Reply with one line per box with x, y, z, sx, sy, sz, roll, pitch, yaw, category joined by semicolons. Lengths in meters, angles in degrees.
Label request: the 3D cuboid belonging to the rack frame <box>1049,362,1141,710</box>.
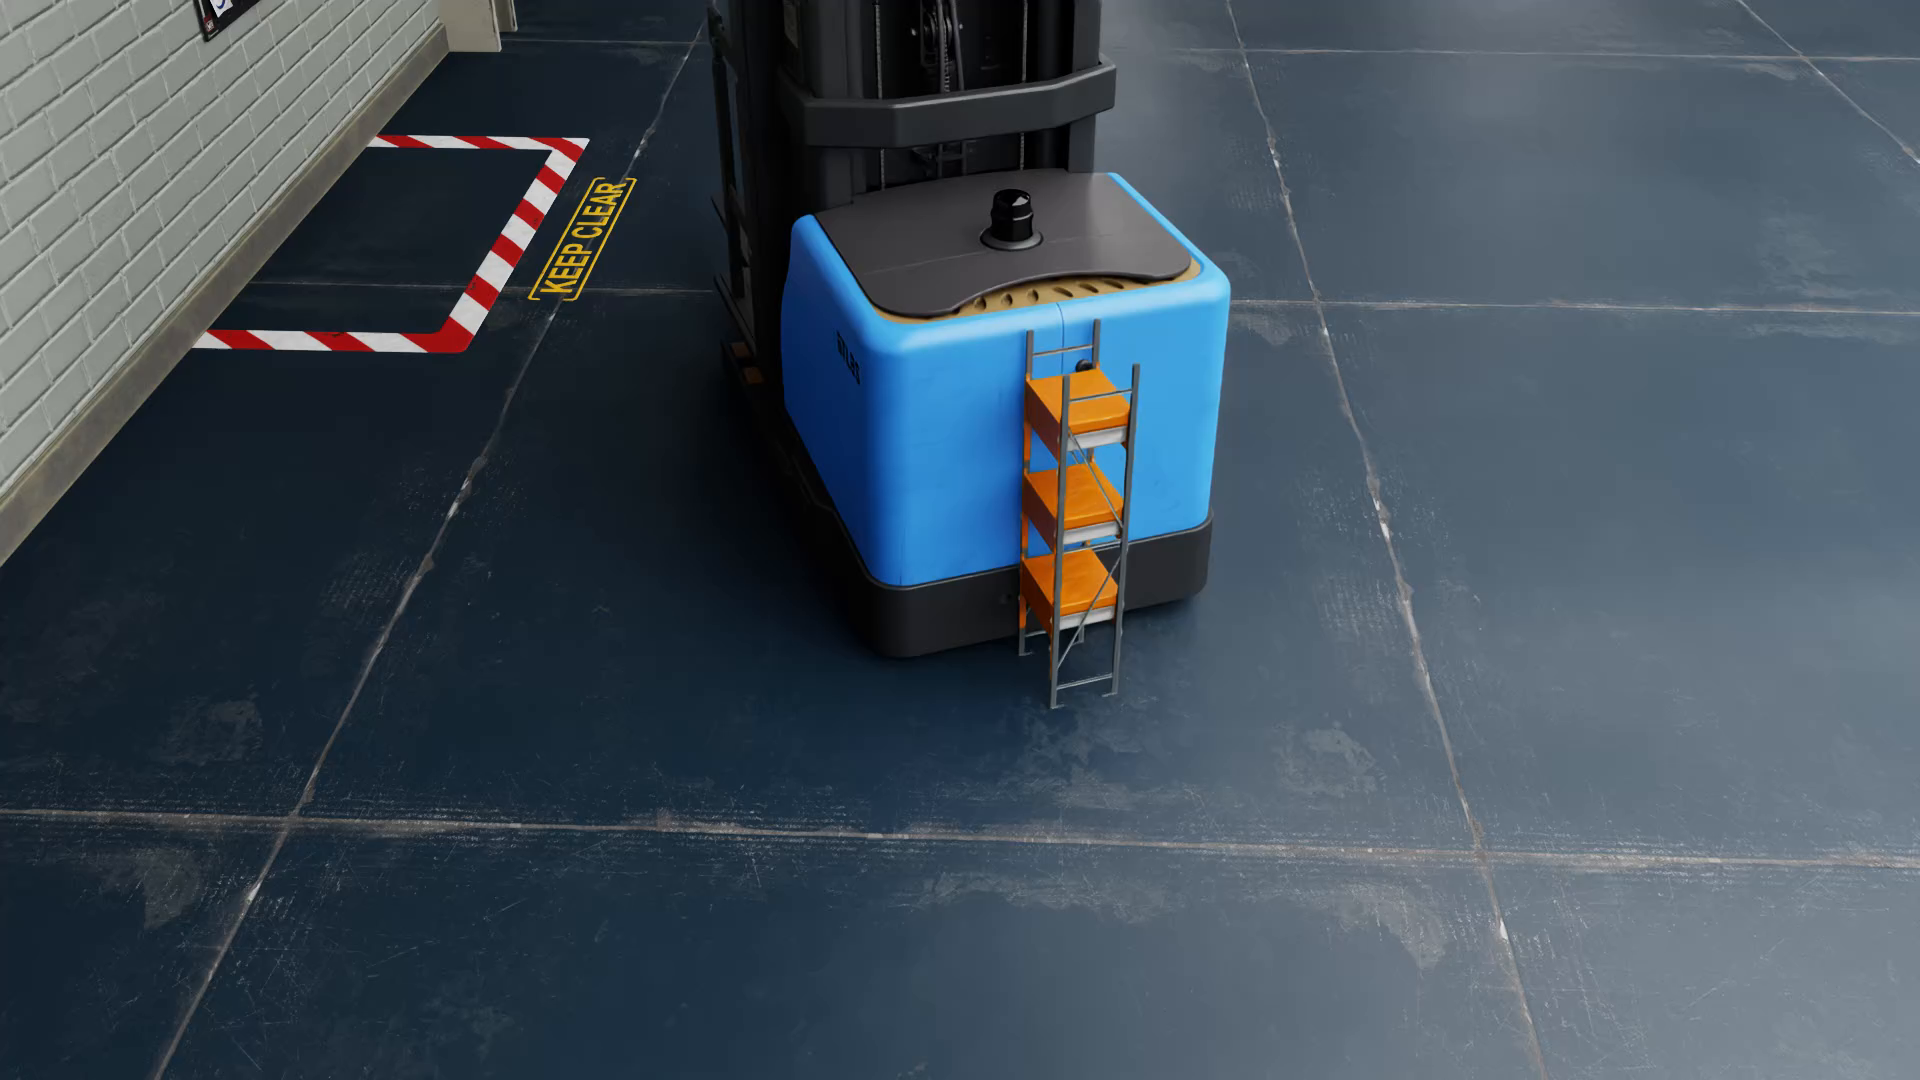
0.342;0.019;4.310;0.200;1.050;0.008;-11;37;-15;rack frame

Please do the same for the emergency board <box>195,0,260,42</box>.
-2.801;-2.567;6.294;0.157;1.169;0.626;1;35;2;emergency board

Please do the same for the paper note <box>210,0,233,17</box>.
-2.859;-2.111;6.412;0.016;0.148;0.142;1;35;2;paper note

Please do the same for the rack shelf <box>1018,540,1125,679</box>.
0.303;0.189;4.570;0.215;0.259;0.240;-11;37;-15;rack shelf

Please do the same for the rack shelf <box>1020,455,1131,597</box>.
0.303;-0.039;4.411;0.215;0.259;0.240;-11;37;-15;rack shelf

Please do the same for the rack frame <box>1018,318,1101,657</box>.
0.263;-0.114;4.499;0.200;1.050;0.008;-11;37;-15;rack frame

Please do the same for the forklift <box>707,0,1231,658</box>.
-0.225;-1.715;5.141;1.130;2.935;3.031;-11;37;-15;forklift

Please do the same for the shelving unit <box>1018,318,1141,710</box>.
0.303;-0.048;4.405;0.215;1.050;0.252;-11;37;-15;shelving unit

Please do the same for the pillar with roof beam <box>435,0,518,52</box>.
1.656;-6.346;6.453;9.100;9.000;0.400;1;35;2;pillar with roof beam

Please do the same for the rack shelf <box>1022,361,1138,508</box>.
0.303;-0.271;4.248;0.215;0.259;0.240;-11;37;-15;rack shelf
